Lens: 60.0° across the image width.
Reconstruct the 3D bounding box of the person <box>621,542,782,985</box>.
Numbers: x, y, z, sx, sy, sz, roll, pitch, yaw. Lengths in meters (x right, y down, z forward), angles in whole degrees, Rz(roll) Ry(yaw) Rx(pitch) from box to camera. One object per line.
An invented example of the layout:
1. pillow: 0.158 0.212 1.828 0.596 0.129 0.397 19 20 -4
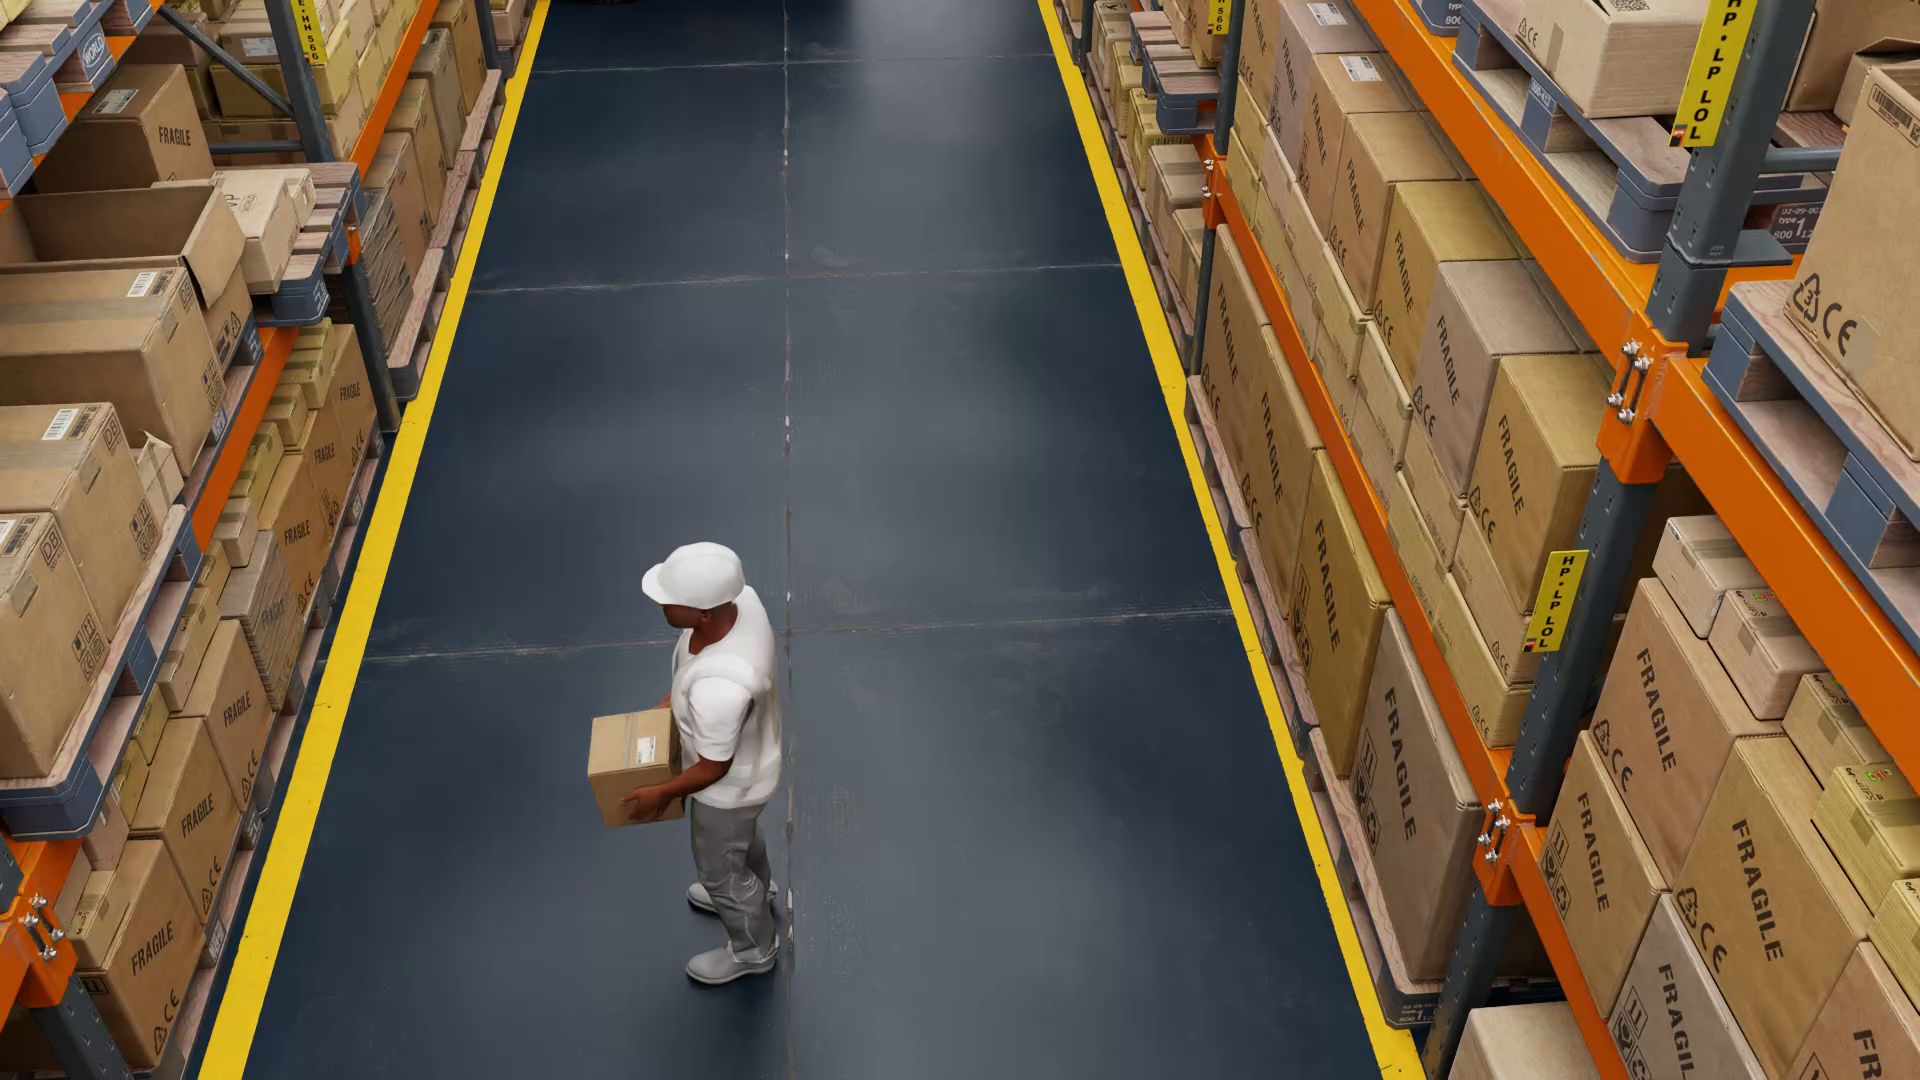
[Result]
1. person: -0.802 0.711 5.252 0.509 1.768 0.562 -4 39 -4
